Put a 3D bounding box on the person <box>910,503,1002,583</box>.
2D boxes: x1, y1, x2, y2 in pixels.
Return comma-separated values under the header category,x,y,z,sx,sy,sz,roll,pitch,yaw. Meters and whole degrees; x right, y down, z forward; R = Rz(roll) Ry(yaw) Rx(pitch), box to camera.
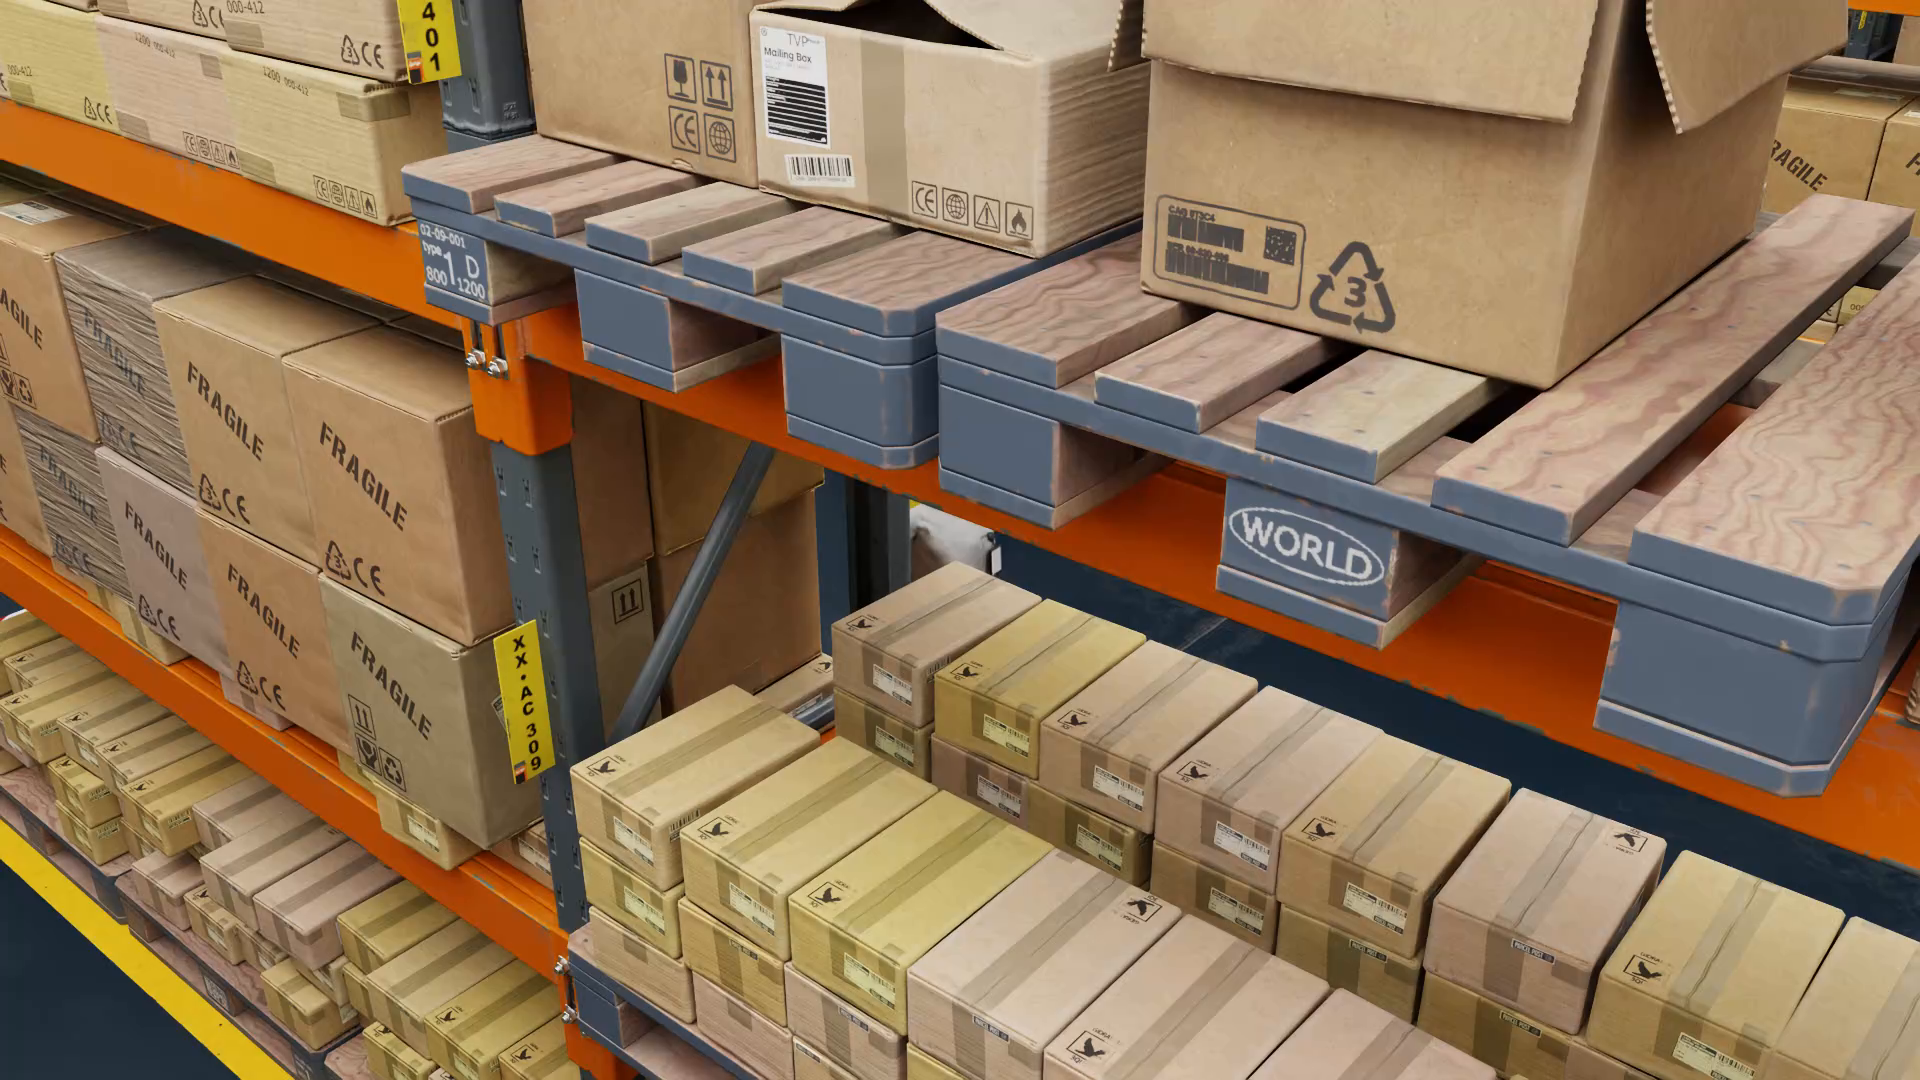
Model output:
category,x,y,z,sx,sy,sz,roll,pitch,yaw
person,-0.058,0.337,5.444,0.470,1.668,0.441,-24,36,-39
